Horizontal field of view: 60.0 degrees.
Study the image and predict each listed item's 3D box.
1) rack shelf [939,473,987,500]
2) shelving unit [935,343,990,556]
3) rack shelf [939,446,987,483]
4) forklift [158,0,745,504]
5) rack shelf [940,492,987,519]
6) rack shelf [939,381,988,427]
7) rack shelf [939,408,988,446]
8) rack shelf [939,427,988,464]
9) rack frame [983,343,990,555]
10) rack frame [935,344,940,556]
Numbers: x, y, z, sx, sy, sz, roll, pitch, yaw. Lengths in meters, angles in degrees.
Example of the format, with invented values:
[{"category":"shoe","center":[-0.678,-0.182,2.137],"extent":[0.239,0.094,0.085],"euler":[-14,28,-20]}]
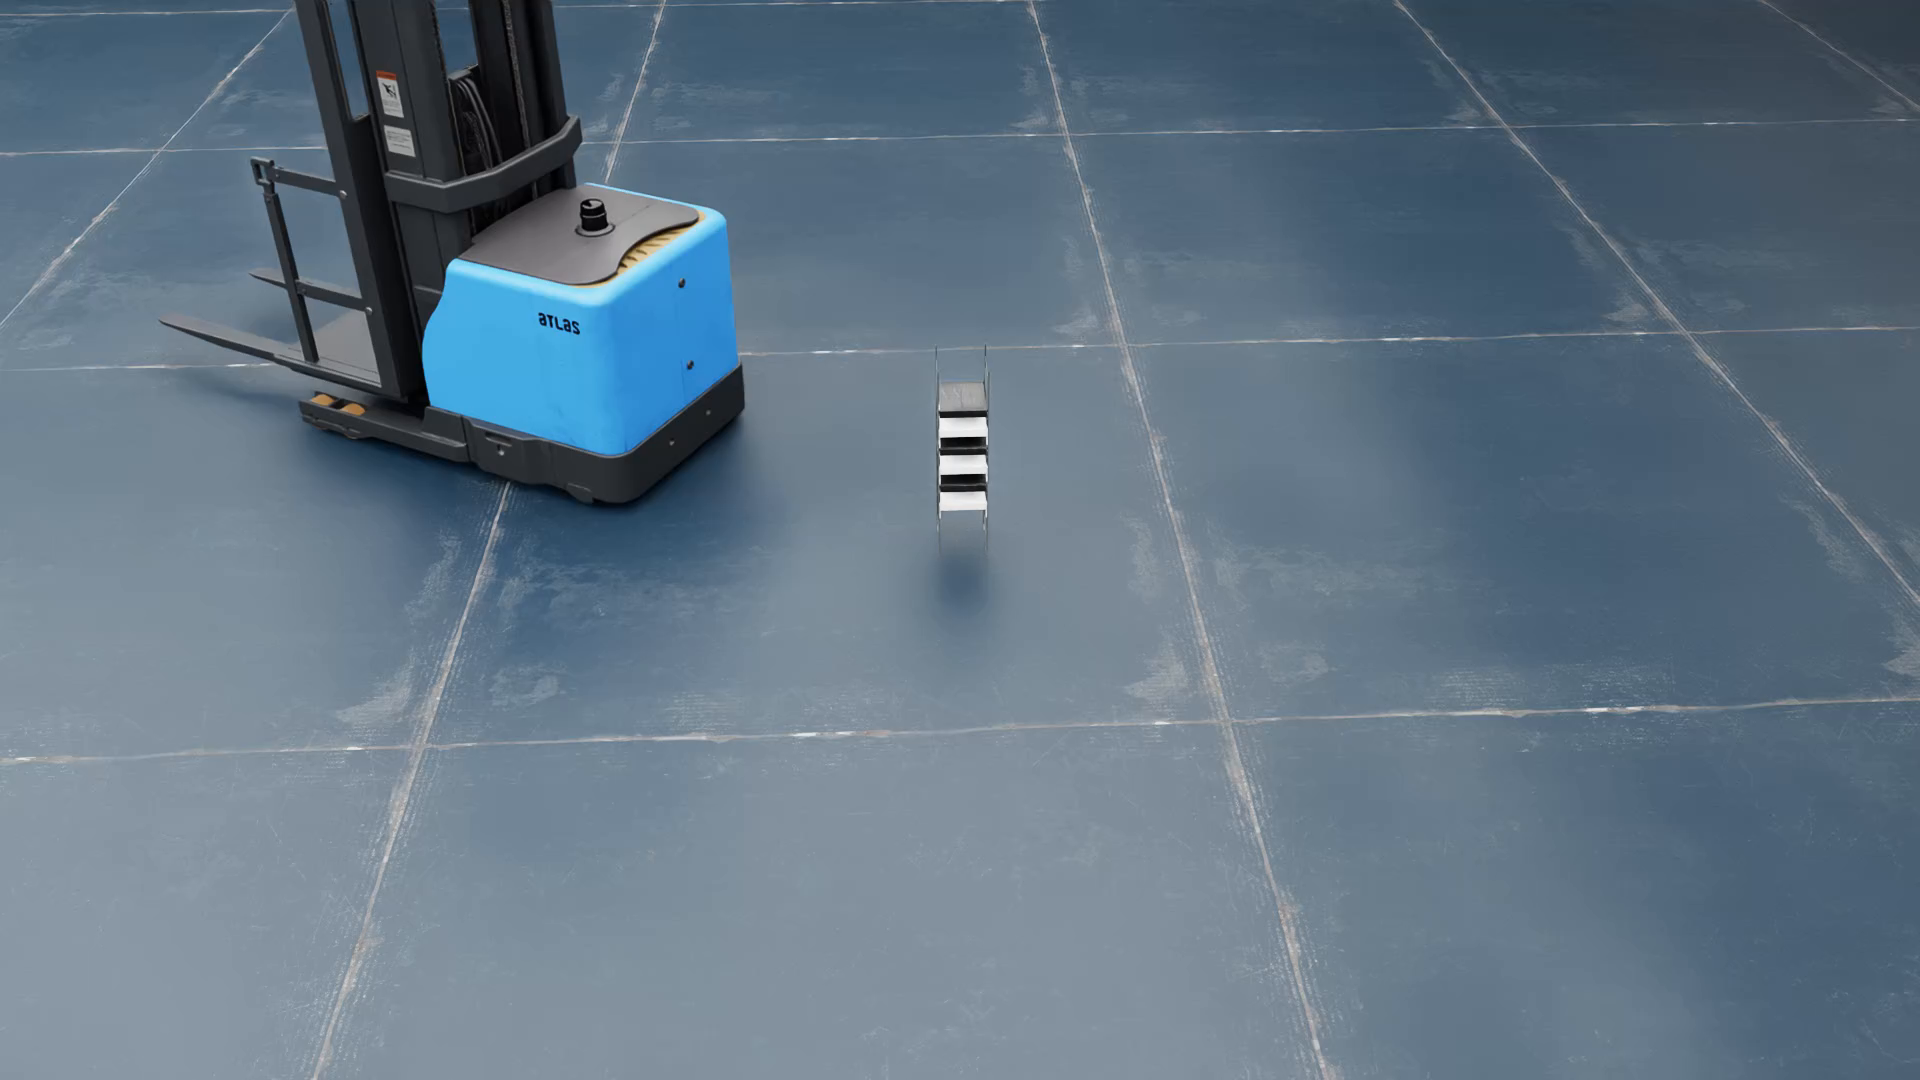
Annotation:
[{"category":"rack shelf","center":[0.008,-0.269,7.064],"extent":[0.200,0.077,0.258],"euler":[-2,35,-2]},{"category":"shelving unit","center":[0.008,-0.370,6.994],"extent":[0.210,0.900,0.258],"euler":[-2,35,-2]},{"category":"rack shelf","center":[0.008,-0.343,7.013],"extent":[0.200,0.077,0.258],"euler":[-2,35,-2]},{"category":"forklift","center":[-2.595,-1.938,7.475],"extent":[3.031,2.935,1.130],"euler":[16,38,21]},{"category":"rack shelf","center":[0.008,-0.195,7.116],"extent":[0.200,0.077,0.258],"euler":[-2,35,-2]},{"category":"rack shelf","center":[0.008,-0.565,6.860],"extent":[0.200,0.077,0.258],"euler":[-2,35,-2]},{"category":"rack shelf","center":[0.008,-0.491,6.911],"extent":[0.200,0.077,0.258],"euler":[-2,35,-2]},{"category":"rack shelf","center":[0.008,-0.417,6.962],"extent":[0.200,0.077,0.258],"euler":[-2,35,-2]},{"category":"rack frame","center":[0.110,-0.373,6.998],"extent":[0.006,0.900,0.240],"euler":[-2,35,-2]},{"category":"rack frame","center":[-0.093,-0.367,6.990],"extent":[0.006,0.900,0.240],"euler":[-2,35,-2]}]
